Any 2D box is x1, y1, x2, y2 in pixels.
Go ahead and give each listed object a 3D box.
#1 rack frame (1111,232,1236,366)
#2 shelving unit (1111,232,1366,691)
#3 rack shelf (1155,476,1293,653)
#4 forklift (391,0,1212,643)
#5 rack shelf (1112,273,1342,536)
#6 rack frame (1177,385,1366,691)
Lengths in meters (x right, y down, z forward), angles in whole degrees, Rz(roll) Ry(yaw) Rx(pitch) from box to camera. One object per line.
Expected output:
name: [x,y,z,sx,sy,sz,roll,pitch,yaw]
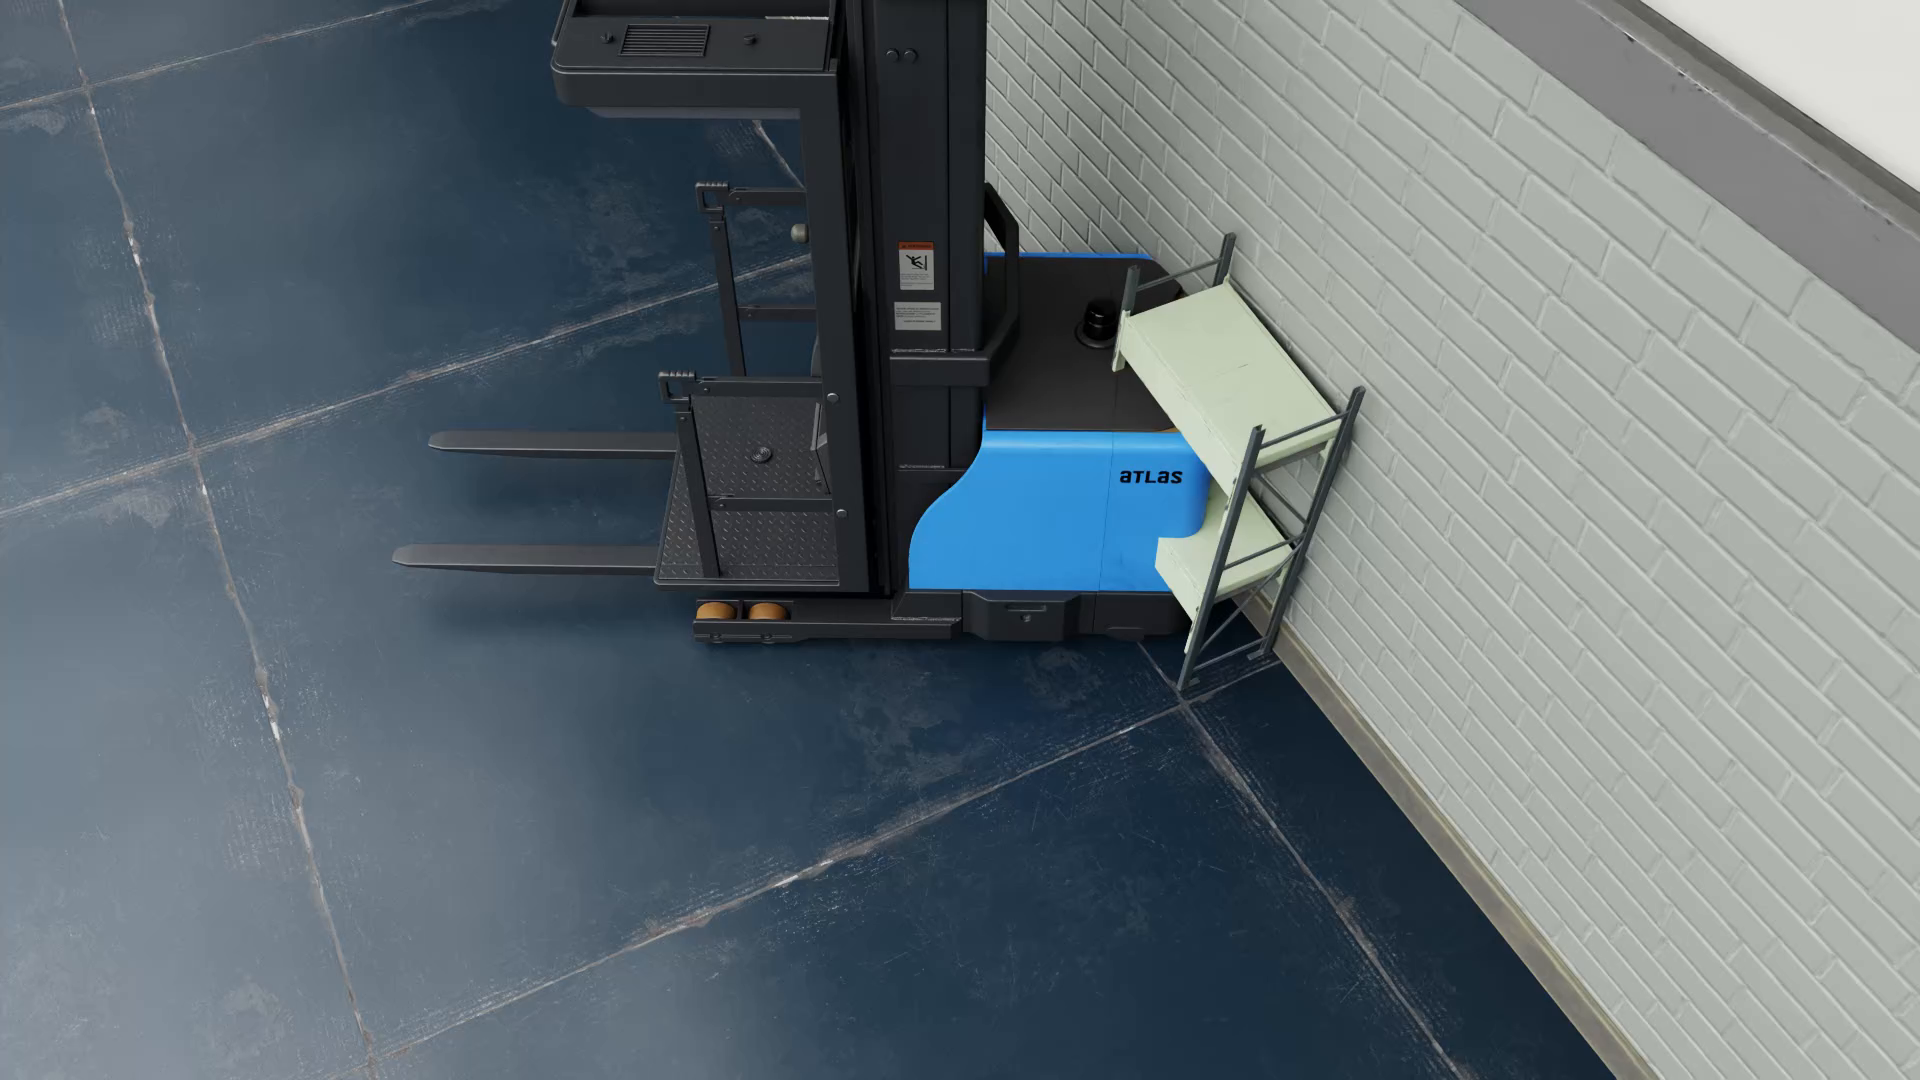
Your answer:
rack frame: [0.687,-0.493,5.983,0.400,1.500,0.023,-21,58,-17]
shelving unit: [0.853,-0.224,5.798,0.431,1.500,0.755,-21,58,-17]
rack shelf: [0.839,-0.033,6.062,0.431,0.370,0.720,-21,58,-17]
forklift: [-0.630,-0.973,5.546,3.031,2.935,1.130,1,49,1]
rack shelf: [0.871,-0.453,5.483,0.431,0.370,0.720,-21,58,-17]
rack frame: [1.020,0.044,5.613,0.400,1.500,0.023,-21,58,-17]
